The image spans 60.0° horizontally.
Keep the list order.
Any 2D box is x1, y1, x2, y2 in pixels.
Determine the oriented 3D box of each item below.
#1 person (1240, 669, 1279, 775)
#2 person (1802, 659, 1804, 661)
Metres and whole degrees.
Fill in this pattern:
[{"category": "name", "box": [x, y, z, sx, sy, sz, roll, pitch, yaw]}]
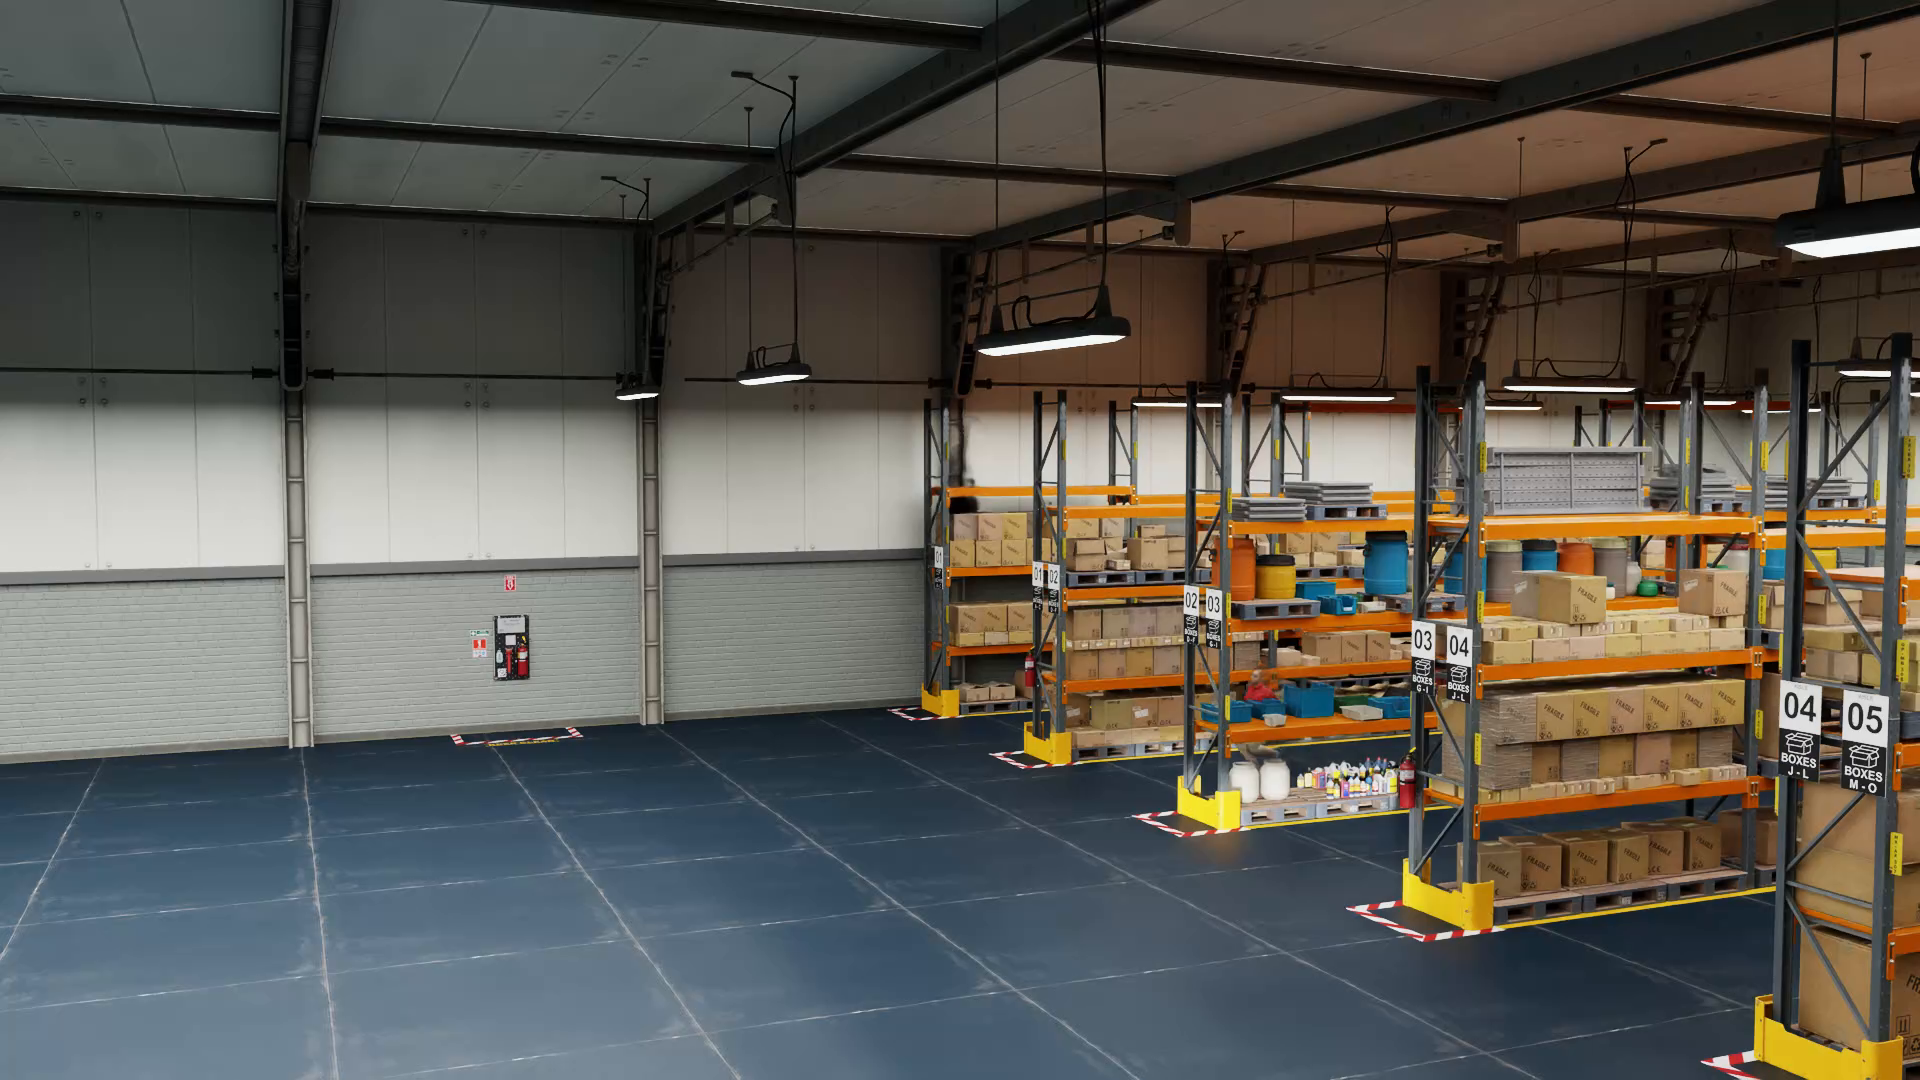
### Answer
[{"category": "person", "box": [4.570, 2.829, 25.576, 0.577, 1.688, 0.665, -2, 4, -32]}, {"category": "person", "box": [17.807, 2.316, 35.156, 0.613, 1.610, 0.637, 0, 3, 8]}]
